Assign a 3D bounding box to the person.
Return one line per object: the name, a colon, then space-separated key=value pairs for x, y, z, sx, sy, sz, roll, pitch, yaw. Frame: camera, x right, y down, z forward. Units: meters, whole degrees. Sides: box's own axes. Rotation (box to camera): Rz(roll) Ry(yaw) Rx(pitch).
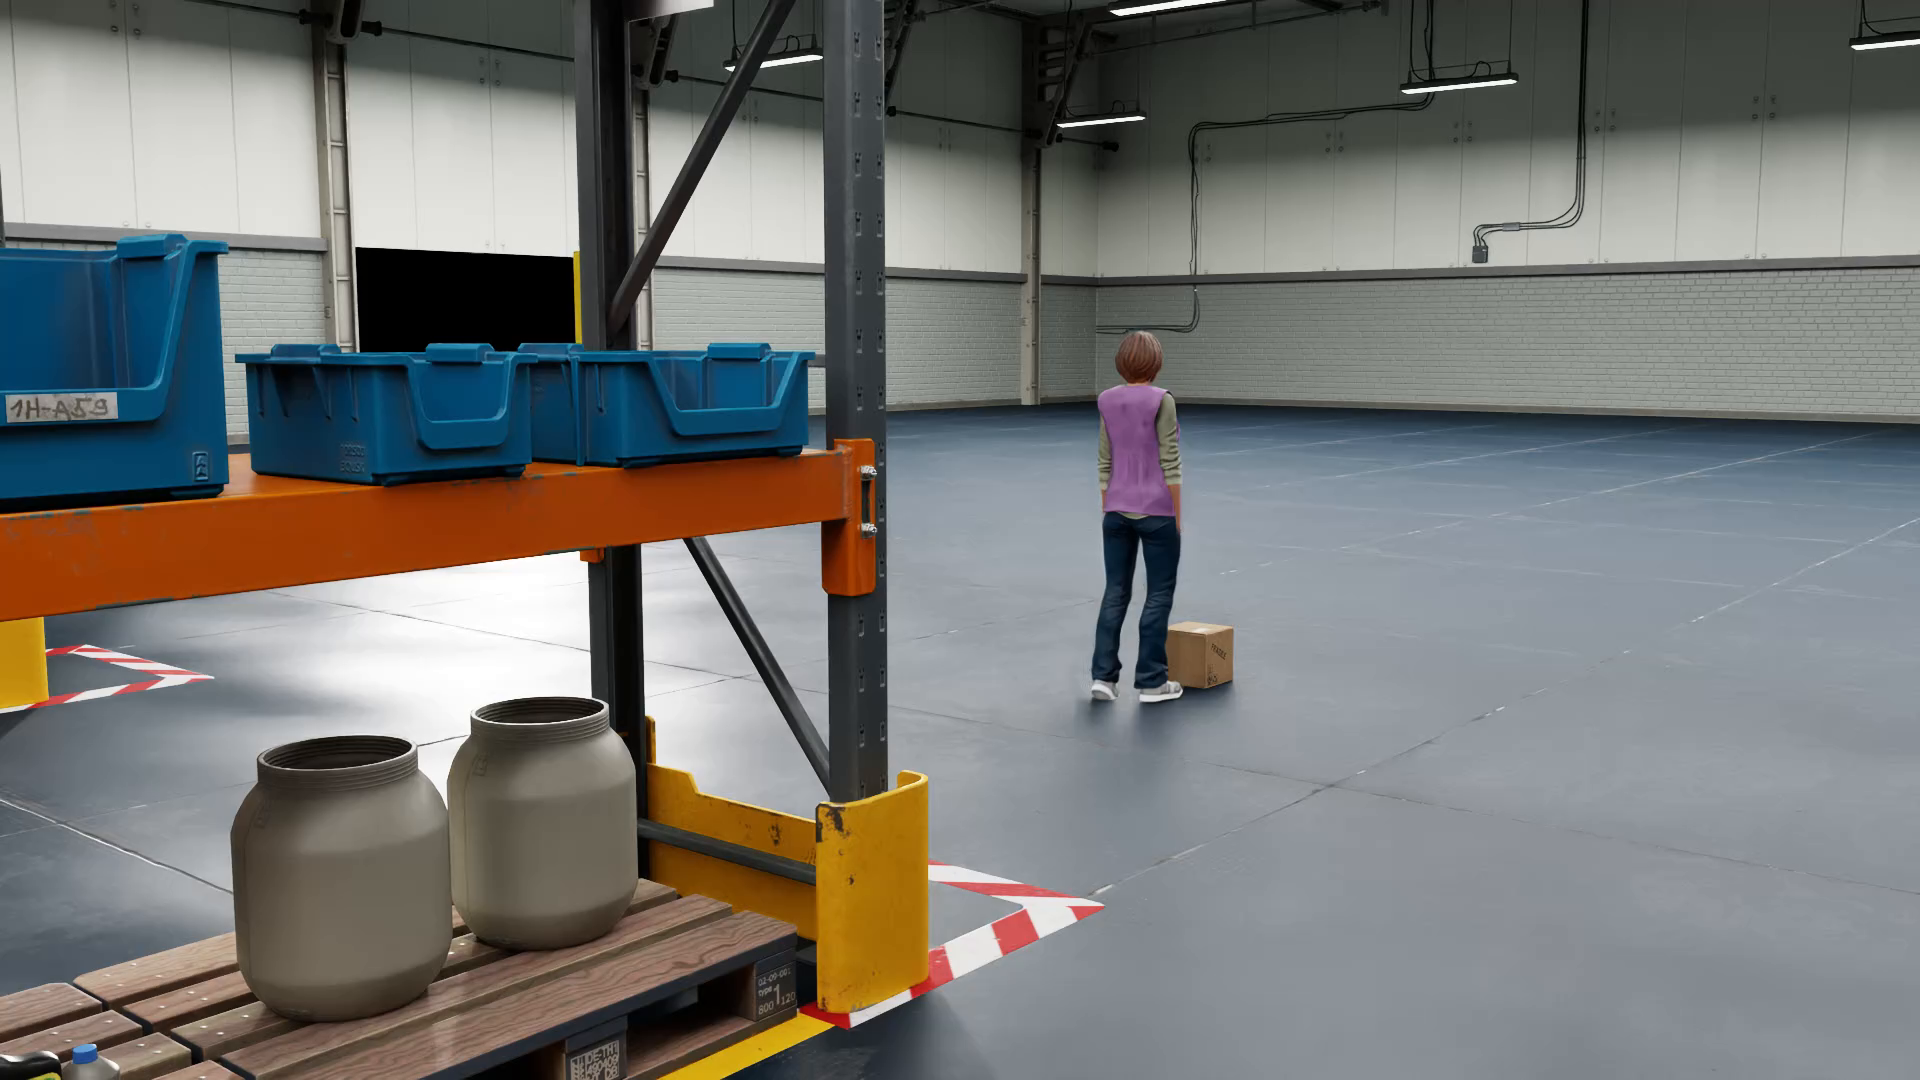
person: x=0.772 y=-0.068 z=7.177 sx=0.410 sy=1.657 sz=0.352 roll=6 pitch=9 yaw=39
